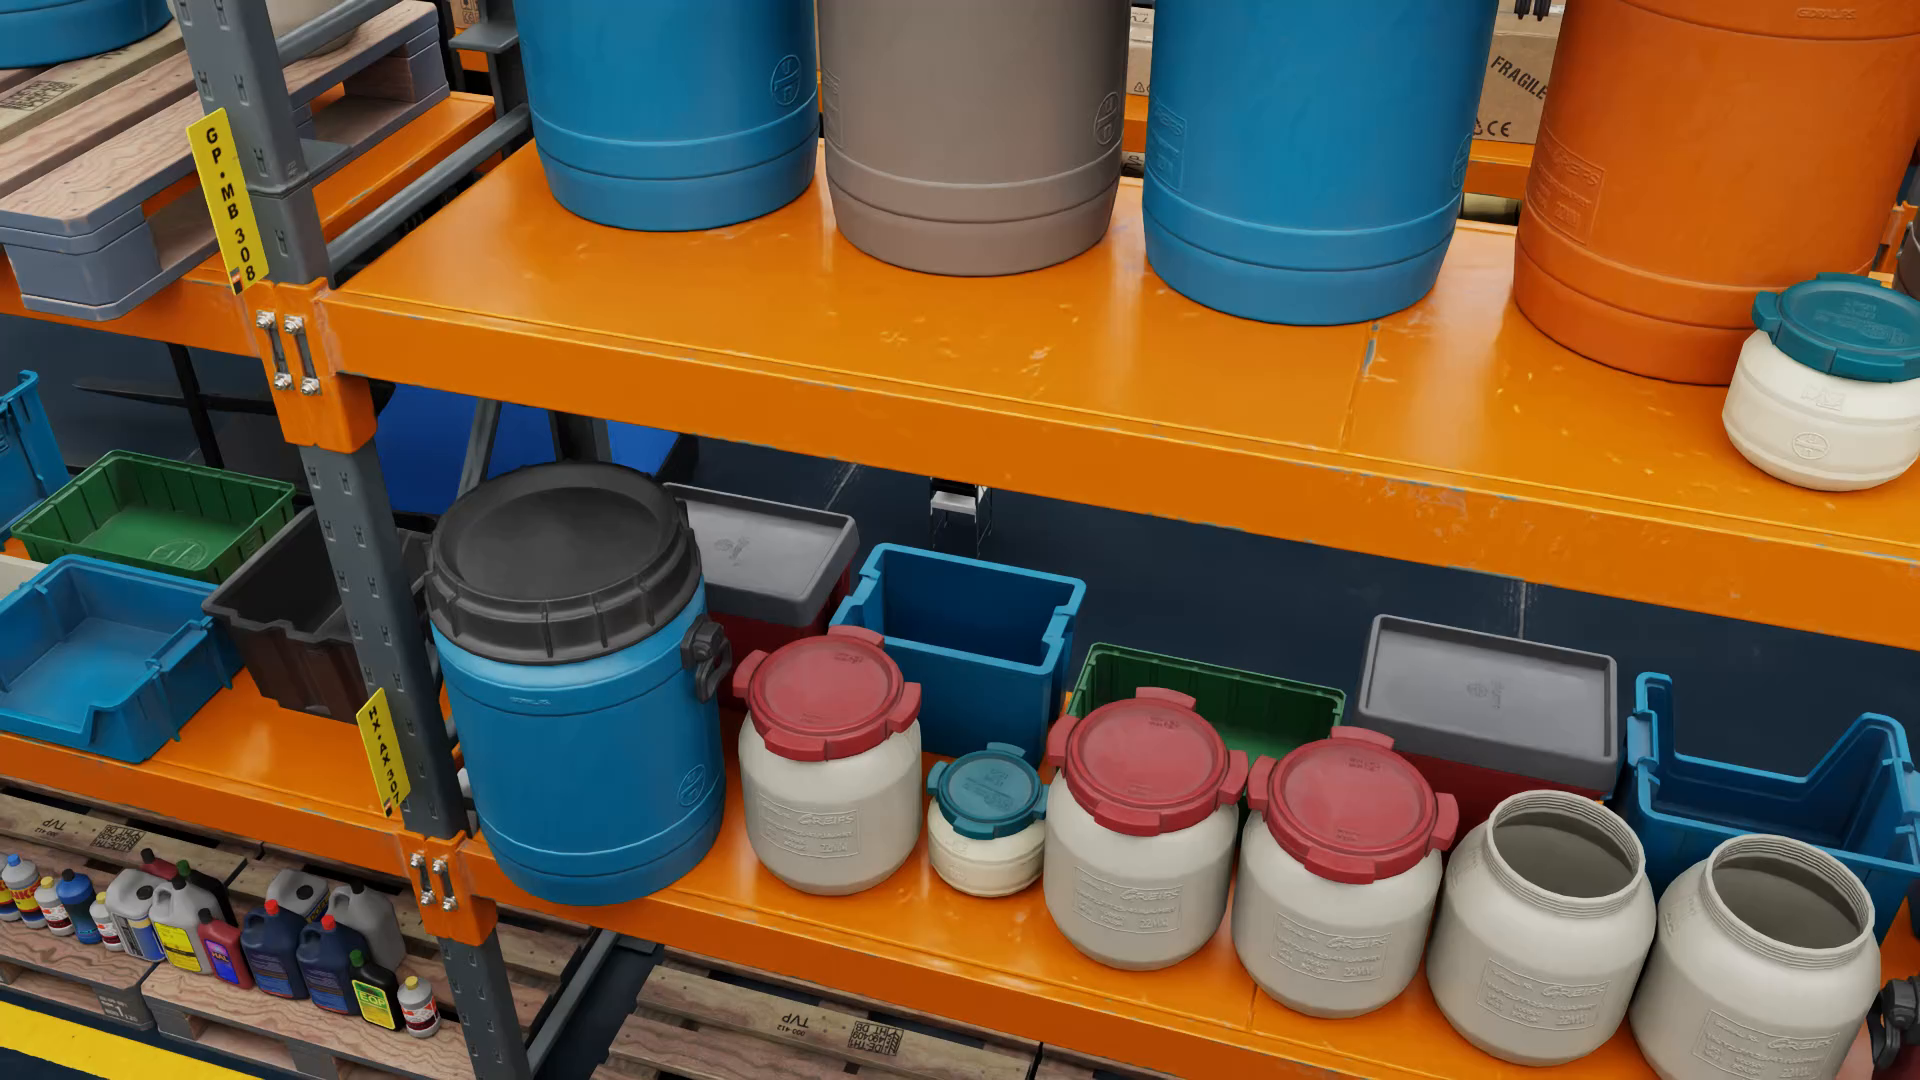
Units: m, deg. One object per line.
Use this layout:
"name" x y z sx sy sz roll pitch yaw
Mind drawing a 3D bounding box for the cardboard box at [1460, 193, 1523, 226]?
"cardboard box" 2.749 -1.527 8.287 0.500 0.311 0.500 10 37 13

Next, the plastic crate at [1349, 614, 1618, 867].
"plastic crate" 1.219 0.516 3.965 0.583 0.464 0.402 10 38 14

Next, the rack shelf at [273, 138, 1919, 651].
"rack shelf" 0.762 -0.271 3.165 4.000 0.370 1.077 10 38 14

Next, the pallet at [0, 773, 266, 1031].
"pallet" -2.944 1.060 5.632 1.213 0.211 1.003 10 38 14

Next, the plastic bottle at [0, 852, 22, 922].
"plastic bottle" -3.001 1.065 5.202 0.097 0.271 0.097 0 36 0

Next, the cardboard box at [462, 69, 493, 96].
"cardboard box" -2.561 -2.271 9.138 0.500 0.500 0.500 10 38 14

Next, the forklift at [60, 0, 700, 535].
"forklift" -2.764 -1.409 6.691 3.031 2.935 1.130 6 37 8

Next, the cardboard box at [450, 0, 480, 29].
"cardboard box" -2.540 -3.076 8.814 0.500 0.500 0.700 11 38 15

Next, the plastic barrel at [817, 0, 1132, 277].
"plastic barrel" 0.027 -1.034 3.171 0.600 0.901 0.600 0 36 0

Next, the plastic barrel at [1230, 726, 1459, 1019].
"plastic barrel" 0.814 0.738 3.602 0.433 0.535 0.433 0 36 0

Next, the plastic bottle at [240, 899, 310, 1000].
"plastic bottle" -2.031 1.198 4.955 0.185 0.351 0.144 9 37 12

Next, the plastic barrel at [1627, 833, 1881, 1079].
"plastic barrel" 1.625 0.894 3.410 0.421 0.512 0.421 0 36 0

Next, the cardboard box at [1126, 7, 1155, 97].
"cardboard box" 0.816 -2.386 8.088 0.500 0.250 0.500 13 38 17

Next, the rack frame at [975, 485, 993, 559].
"rack frame" 0.105 -0.343 6.957 0.006 0.900 0.240 10 38 14

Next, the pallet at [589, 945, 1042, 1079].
"pallet" -0.386 1.533 4.989 1.213 0.211 1.003 10 38 14

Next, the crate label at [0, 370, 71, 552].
"crate label" -3.128 -0.256 5.037 0.616 0.435 0.502 10 38 14

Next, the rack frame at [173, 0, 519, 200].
"rack frame" -1.147 -2.123 2.542 0.127 3.000 1.000 10 38 14

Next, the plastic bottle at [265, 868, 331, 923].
"plastic bottle" -2.011 1.140 5.097 0.135 0.276 0.152 10 38 14

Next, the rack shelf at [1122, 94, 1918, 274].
"rack shelf" 2.242 -1.865 7.861 4.000 0.370 1.077 10 38 14

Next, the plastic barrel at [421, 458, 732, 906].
"plastic barrel" -0.869 0.331 3.847 0.708 0.901 0.600 10 38 14

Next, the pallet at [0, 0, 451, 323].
"pallet" -1.865 -0.911 3.586 1.003 0.211 1.213 10 38 14

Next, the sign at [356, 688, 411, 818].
"sign" -1.322 0.491 3.818 0.005 0.325 0.100 10 38 14

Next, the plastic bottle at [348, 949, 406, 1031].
"plastic bottle" -1.705 1.312 4.858 0.133 0.283 0.061 12 38 16

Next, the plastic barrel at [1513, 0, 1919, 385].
"plastic barrel" 1.327 -0.764 2.865 0.708 0.830 0.600 10 38 14

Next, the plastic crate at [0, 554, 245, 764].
"plastic crate" -2.285 0.311 4.422 0.616 0.251 0.499 10 38 14

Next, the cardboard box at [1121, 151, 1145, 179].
"cardboard box" 0.805 -1.887 8.775 0.500 0.311 0.500 10 38 14

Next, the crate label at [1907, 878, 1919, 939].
"crate label" 2.380 0.781 3.799 0.416 0.233 0.303 10 38 14

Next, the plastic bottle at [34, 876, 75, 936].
"plastic bottle" -2.811 1.129 5.175 0.097 0.201 0.097 0 36 0

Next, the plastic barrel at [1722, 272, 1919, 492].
"plastic barrel" 1.387 -0.245 2.638 0.301 0.262 0.301 0 36 0

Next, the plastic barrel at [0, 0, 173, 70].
"plastic barrel" -2.065 -1.522 3.480 0.708 0.901 0.600 10 38 14

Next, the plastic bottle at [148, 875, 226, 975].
"plastic bottle" -2.339 1.141 5.032 0.185 0.351 0.144 10 38 14

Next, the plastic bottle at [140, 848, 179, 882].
"plastic bottle" -2.462 1.077 5.176 0.133 0.283 0.061 10 38 14

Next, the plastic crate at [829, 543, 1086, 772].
"plastic crate" -0.002 0.319 4.300 0.575 0.384 0.392 10 38 14

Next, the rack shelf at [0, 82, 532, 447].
"rack shelf" -3.056 -0.978 4.125 4.000 0.370 1.077 10 38 14

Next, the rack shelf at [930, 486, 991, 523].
"rack shelf" 0.008 -0.189 7.108 0.200 0.077 0.258 10 38 14

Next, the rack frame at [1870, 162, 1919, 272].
"rack frame" 4.151 -1.801 7.167 0.127 3.000 1.000 10 38 14

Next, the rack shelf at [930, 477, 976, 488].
"rack shelf" 0.008 -0.334 7.001 0.200 0.077 0.258 10 38 14

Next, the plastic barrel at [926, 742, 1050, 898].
"plastic barrel" 0.070 0.670 3.926 0.301 0.262 0.301 0 36 0

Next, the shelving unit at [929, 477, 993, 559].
"shelving unit" 0.008 -0.361 6.981 0.210 0.900 0.258 10 38 14

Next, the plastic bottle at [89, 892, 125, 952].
"plastic bottle" -2.614 1.165 5.126 0.097 0.201 0.097 0 36 0
